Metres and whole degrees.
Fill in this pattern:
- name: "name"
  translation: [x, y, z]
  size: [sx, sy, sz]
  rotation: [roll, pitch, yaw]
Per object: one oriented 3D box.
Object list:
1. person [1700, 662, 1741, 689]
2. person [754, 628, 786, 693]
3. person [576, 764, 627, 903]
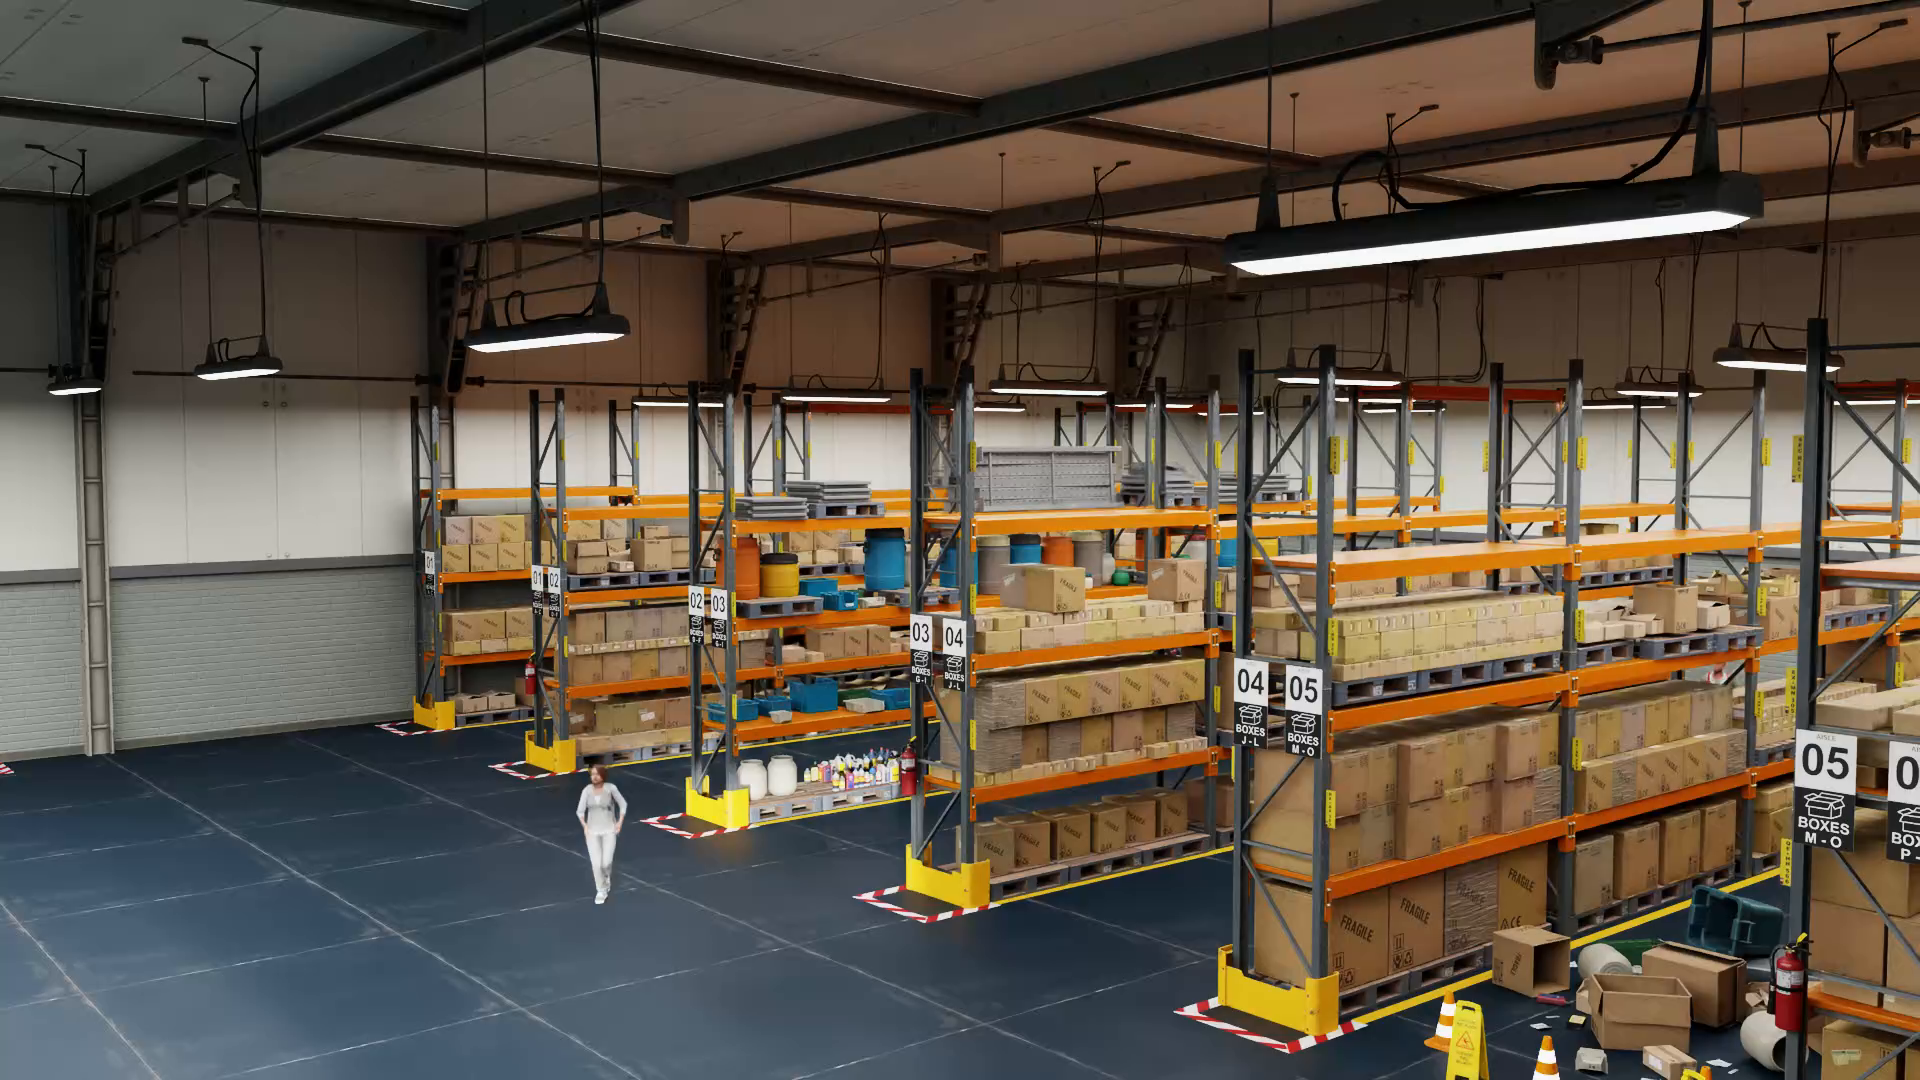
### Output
- name: "person"
  translation: [12.209, 2.728, 26.772]
  size: [0.641, 1.743, 0.740]
  rotation: [3, 4, 38]
- name: "person"
  translation: [-3.656, 2.328, 31.534]
  size: [0.715, 1.732, 0.764]
  rotation: [3, 4, 41]
- name: "person"
  translation: [-4.023, 3.292, 18.634]
  size: [0.548, 1.562, 0.484]
  rotation: [0, 3, -4]
